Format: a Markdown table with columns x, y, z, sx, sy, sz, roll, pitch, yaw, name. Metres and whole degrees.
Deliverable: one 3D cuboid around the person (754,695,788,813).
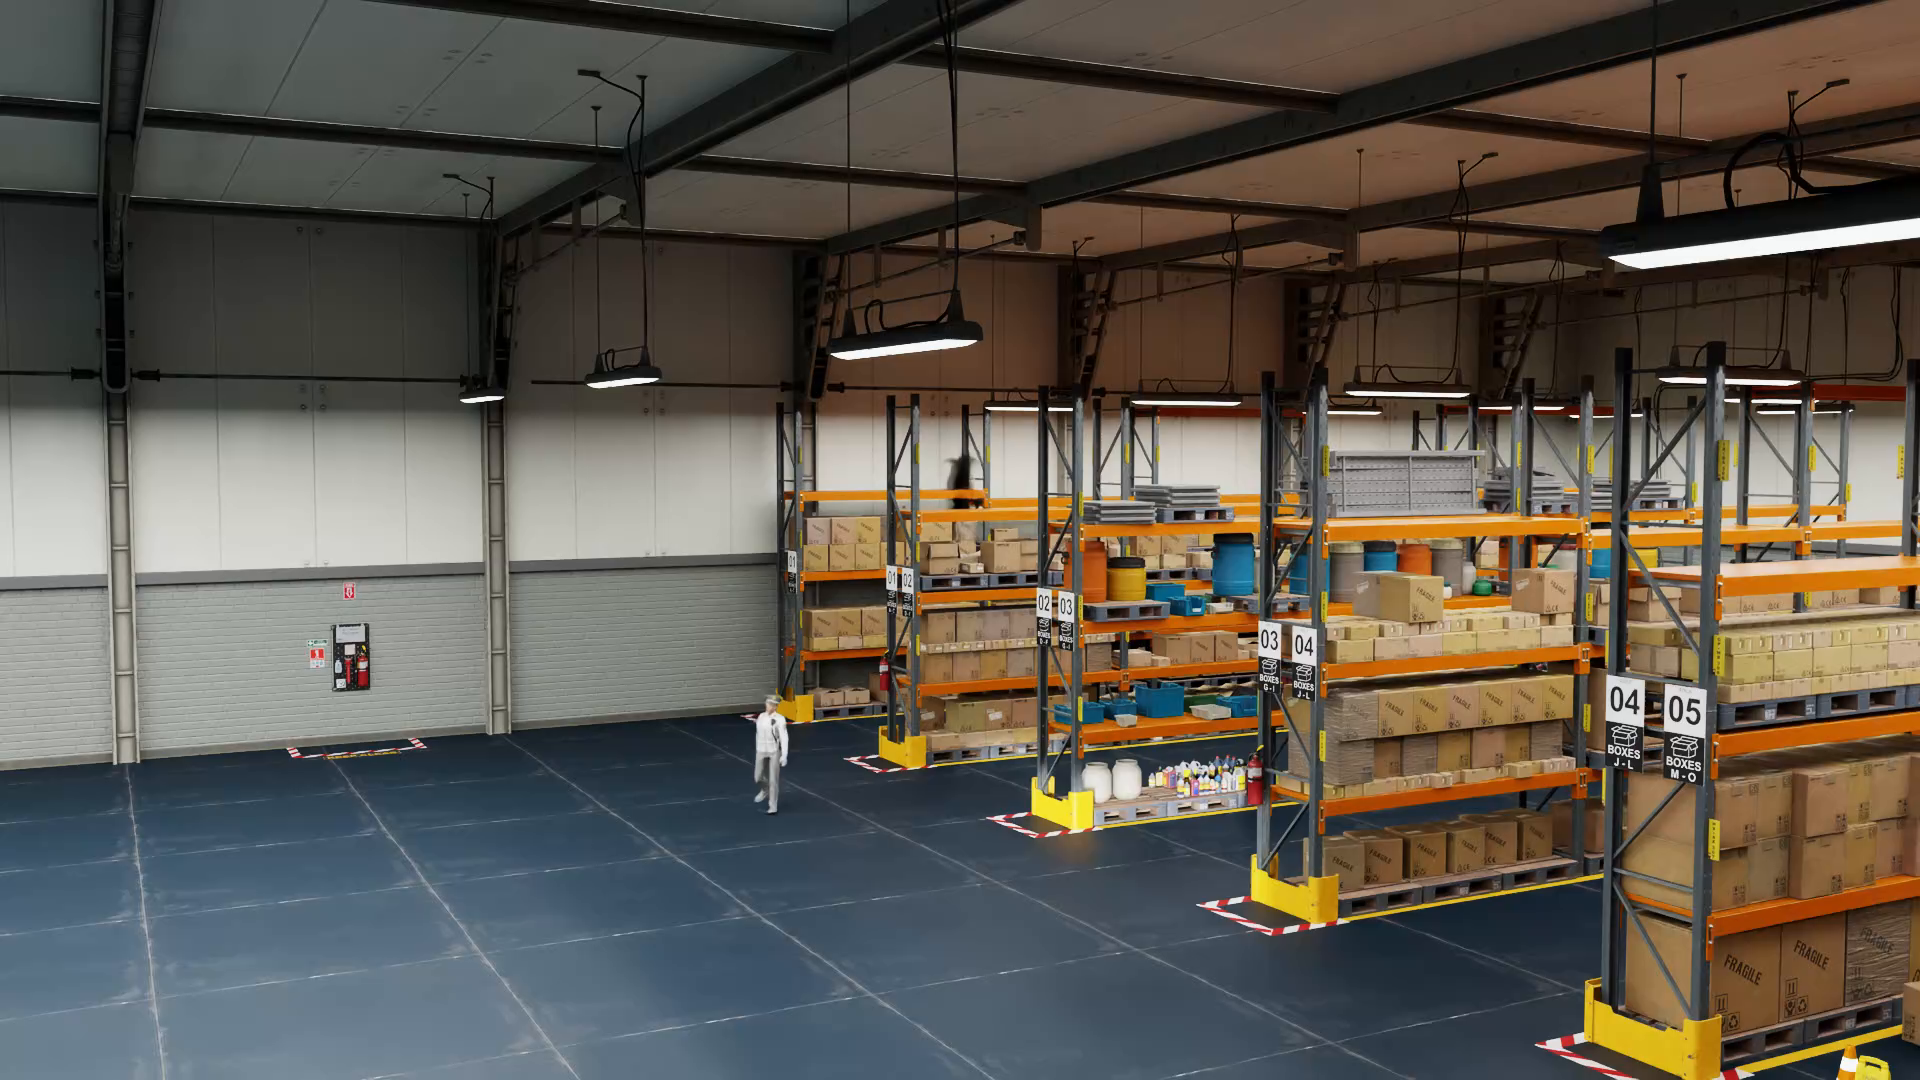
| x | y | z | sx | sy | sz | roll | pitch | yaw | name |
| --- | --- | --- | --- | --- | --- | --- | --- | --- | --- |
| -2.664 | 2.993 | 23.467 | 0.618 | 1.668 | 0.559 | 1 | 3 | 13 | person |
